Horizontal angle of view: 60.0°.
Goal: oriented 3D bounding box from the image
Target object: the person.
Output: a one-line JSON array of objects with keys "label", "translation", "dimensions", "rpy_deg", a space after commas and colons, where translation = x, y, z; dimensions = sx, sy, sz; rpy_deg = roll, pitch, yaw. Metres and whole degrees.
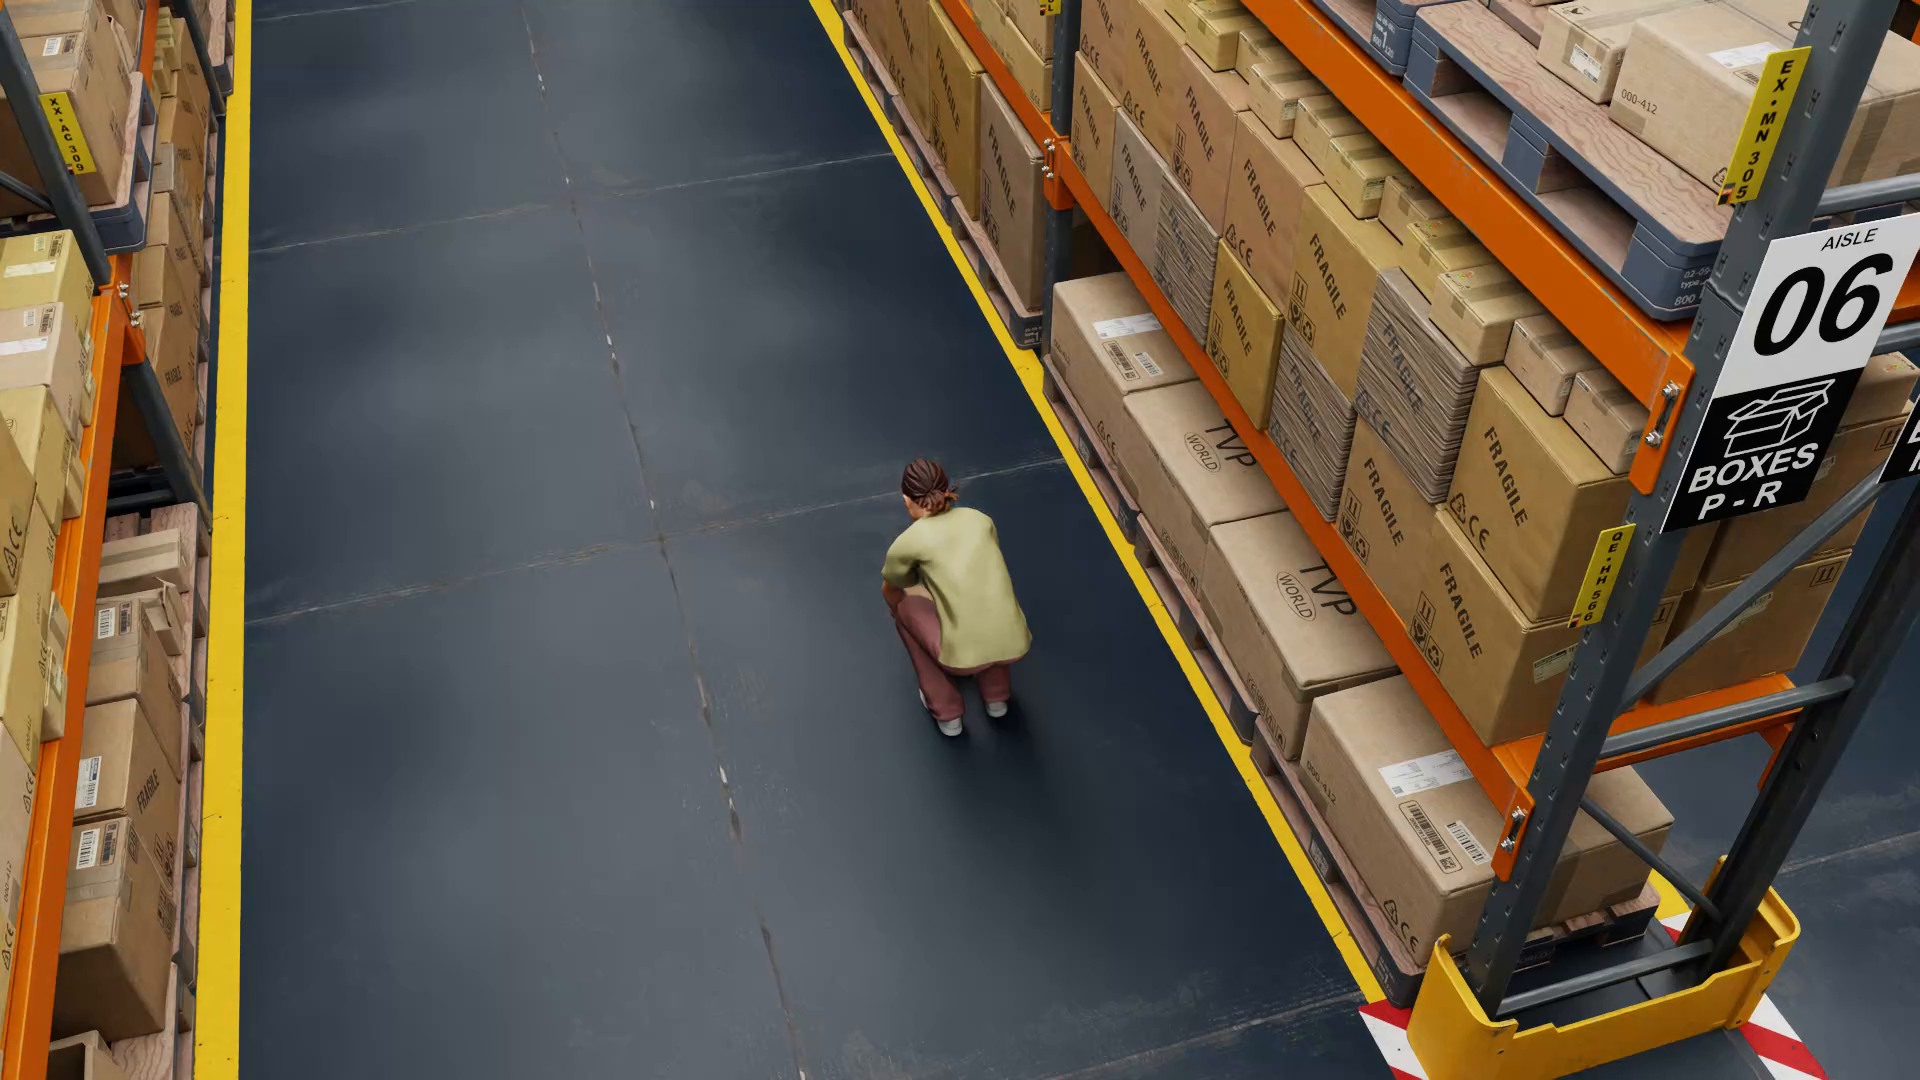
[{"label": "person", "translation": [-0.028, 0.251, 6.408], "dimensions": [0.488, 0.976, 0.786], "rpy_deg": [-12, 44, -13]}]
